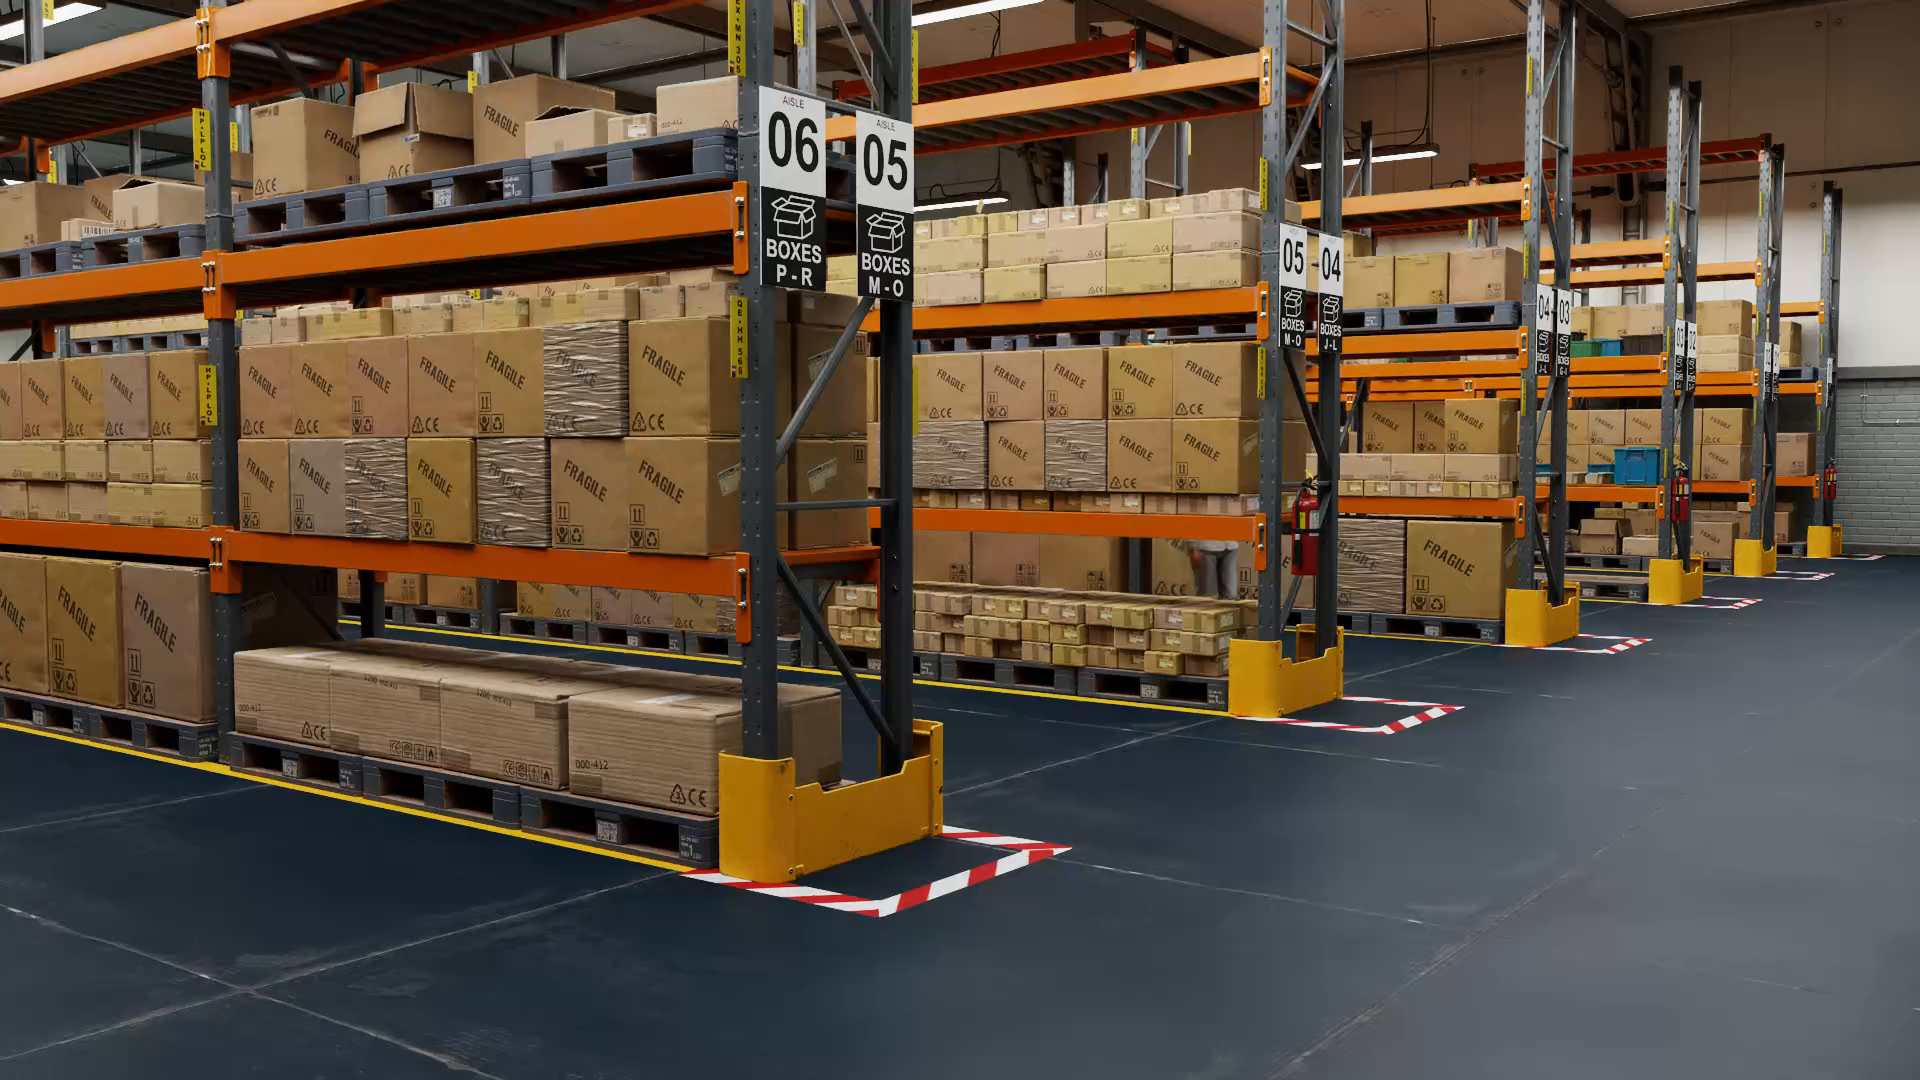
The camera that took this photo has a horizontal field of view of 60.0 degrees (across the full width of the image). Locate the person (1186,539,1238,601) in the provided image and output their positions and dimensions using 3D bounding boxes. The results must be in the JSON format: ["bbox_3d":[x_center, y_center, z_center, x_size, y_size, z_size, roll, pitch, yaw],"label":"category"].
[{"bbox_3d":[2.096,0.081,14.020,0.527,1.751,0.664,-2,4,-30],"label":"person"}]
